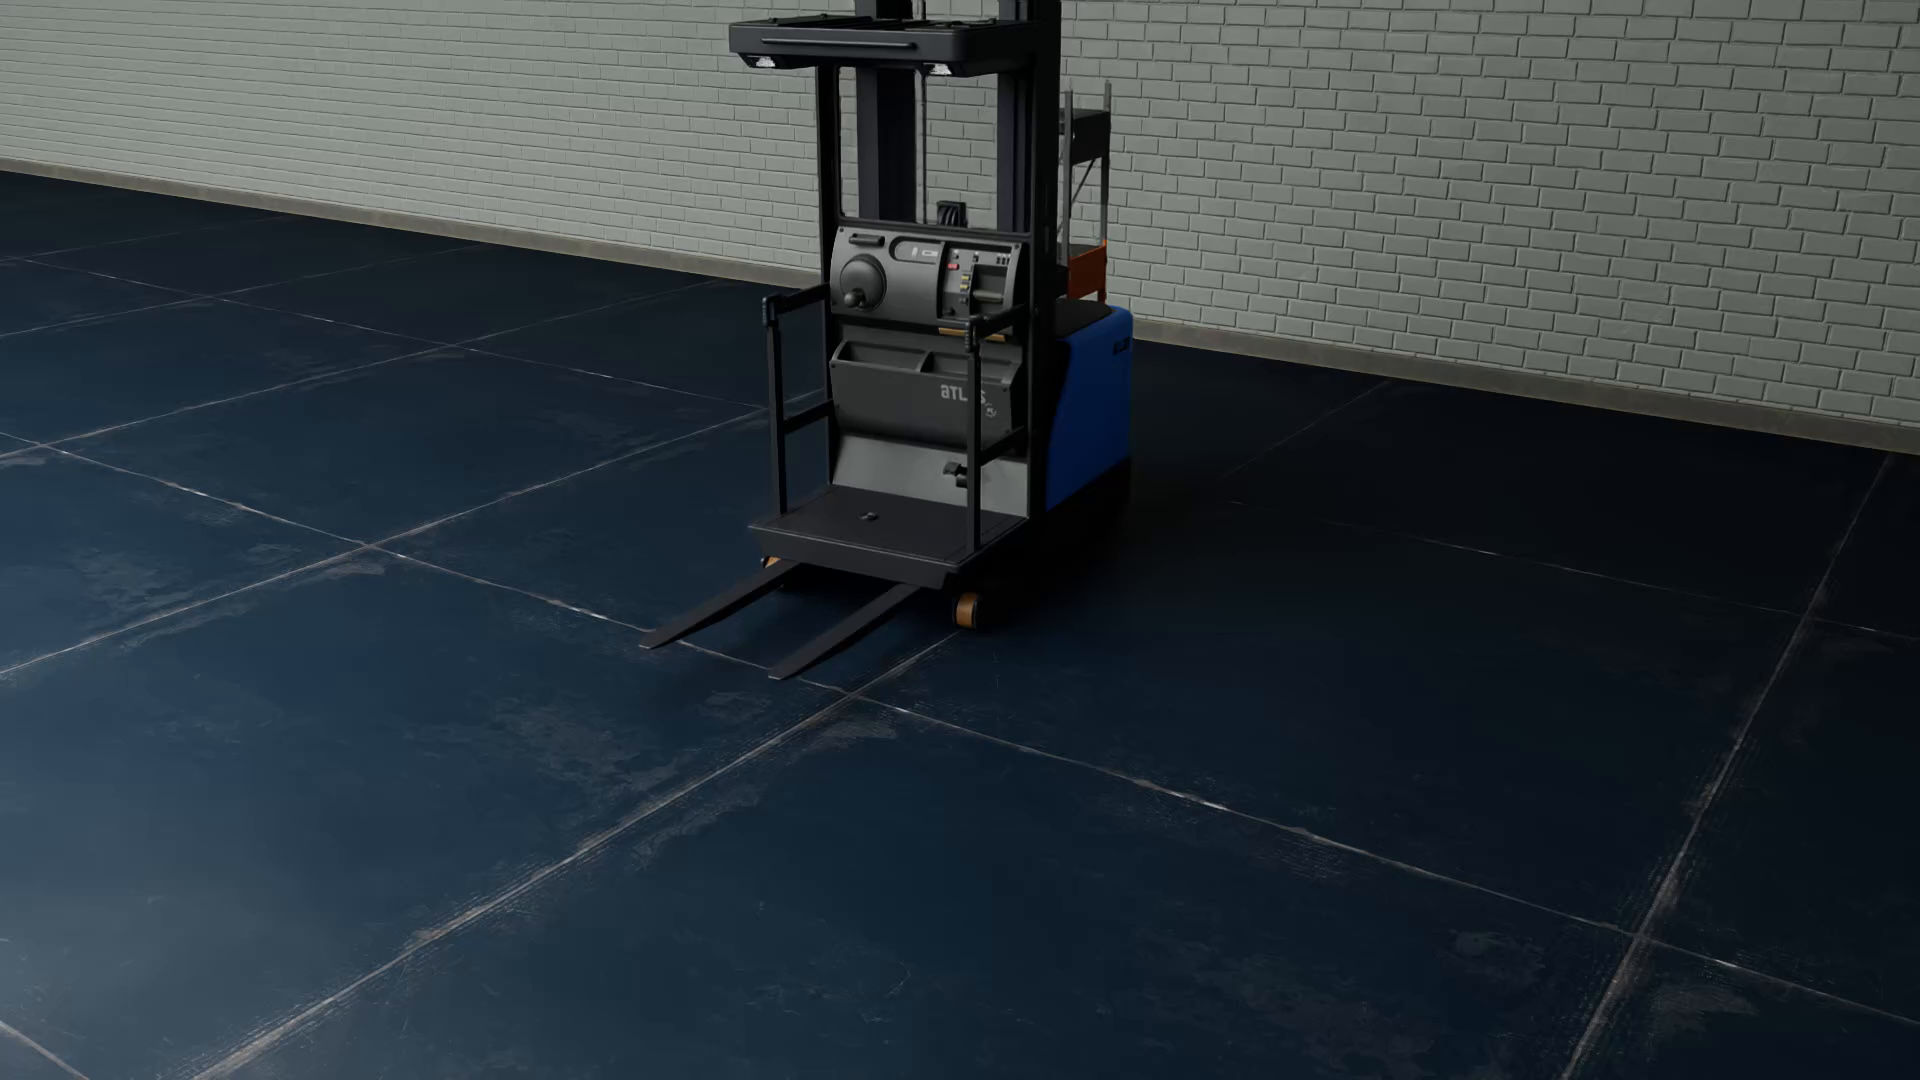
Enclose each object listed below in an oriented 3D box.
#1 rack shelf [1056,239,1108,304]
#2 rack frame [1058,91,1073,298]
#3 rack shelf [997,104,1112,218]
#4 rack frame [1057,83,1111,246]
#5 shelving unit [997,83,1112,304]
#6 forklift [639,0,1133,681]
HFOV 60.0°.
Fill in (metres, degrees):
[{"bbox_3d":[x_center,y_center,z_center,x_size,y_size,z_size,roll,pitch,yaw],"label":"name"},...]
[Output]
[{"bbox_3d":[0.489,-1.321,8.848,0.431,0.518,0.480,10,23,26],"label":"rack shelf"},{"bbox_3d":[0.375,-1.259,8.641,0.400,2.100,0.015,10,23,26],"label":"rack frame"},{"bbox_3d":[0.489,-1.977,8.605,0.431,0.518,0.480,10,23,26],"label":"rack shelf"},{"bbox_3d":[0.603,-1.408,9.045,0.400,2.100,0.015,10,23,26],"label":"rack frame"},{"bbox_3d":[0.489,-1.333,8.843,0.431,2.100,0.503,10,23,26],"label":"shelving unit"},{"bbox_3d":[-0.255,-1.161,7.179,1.130,2.935,3.031,10,23,26],"label":"forklift"}]
